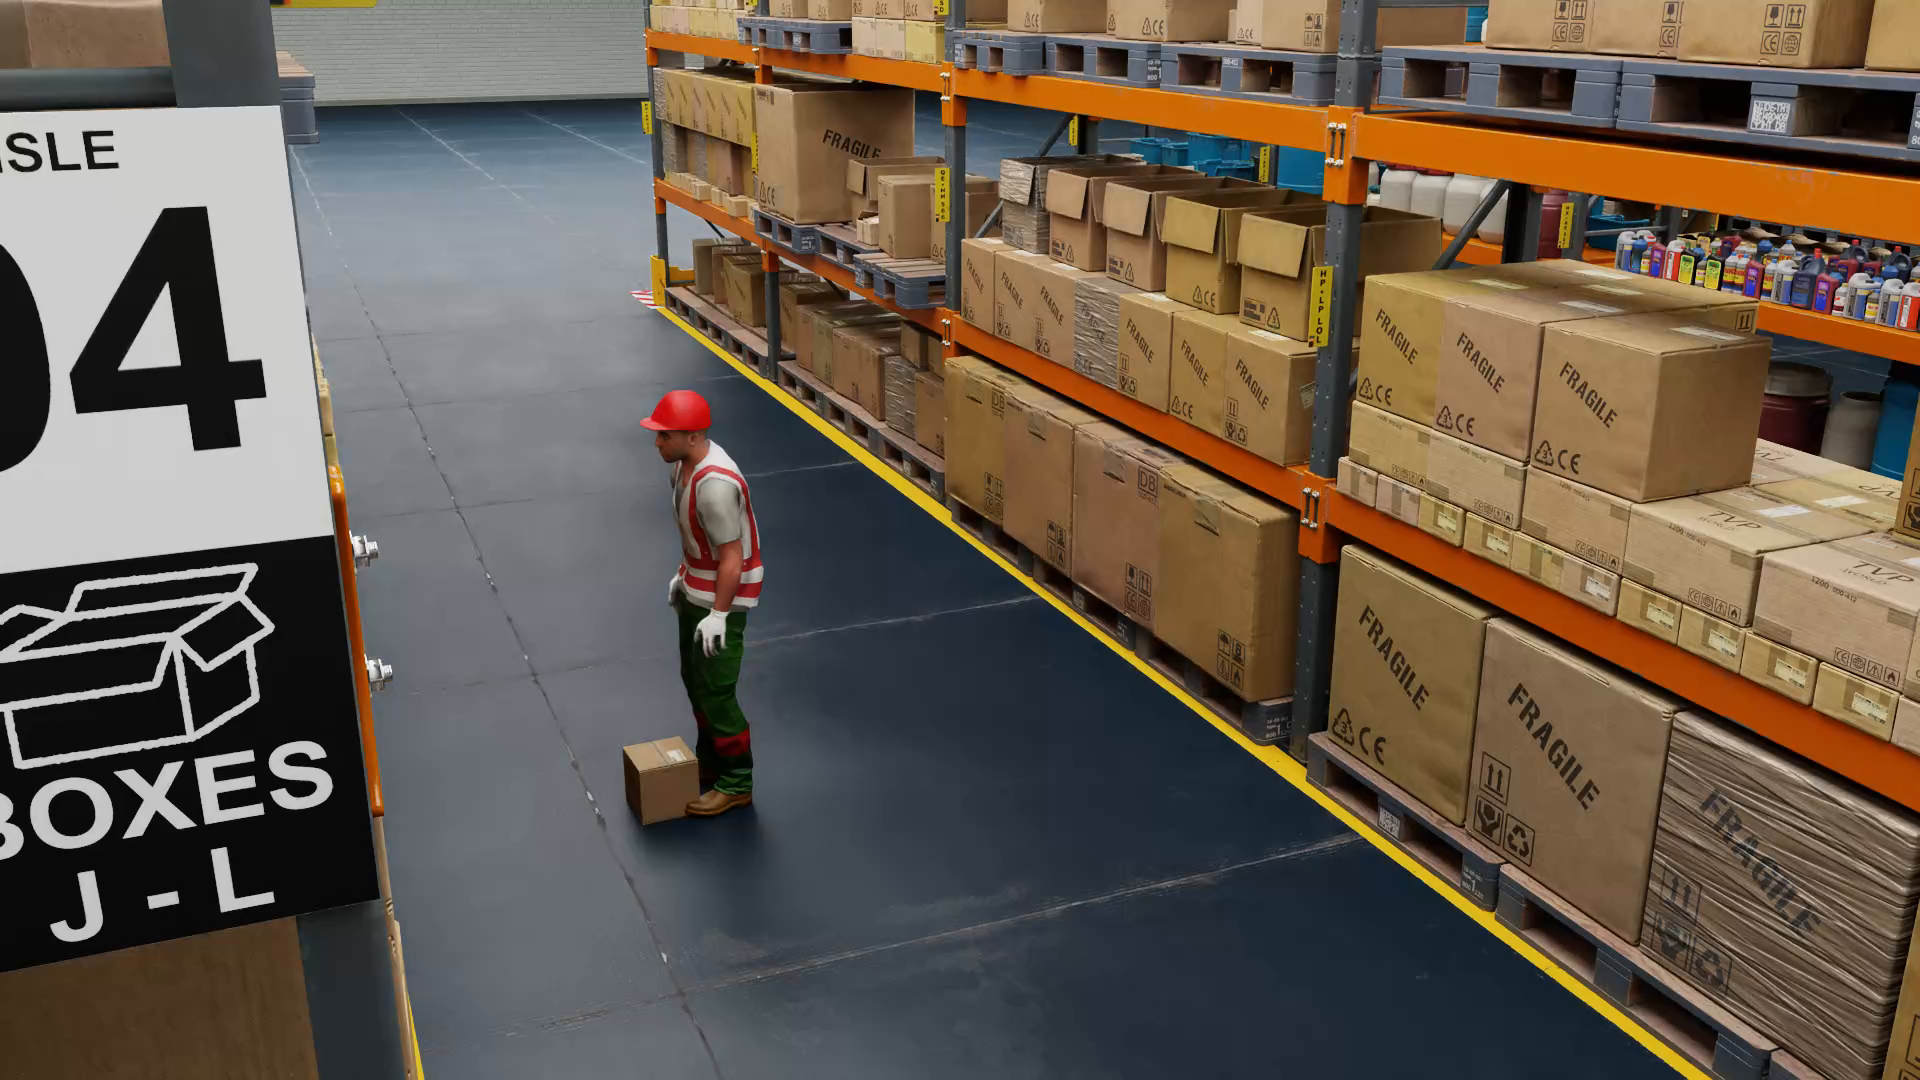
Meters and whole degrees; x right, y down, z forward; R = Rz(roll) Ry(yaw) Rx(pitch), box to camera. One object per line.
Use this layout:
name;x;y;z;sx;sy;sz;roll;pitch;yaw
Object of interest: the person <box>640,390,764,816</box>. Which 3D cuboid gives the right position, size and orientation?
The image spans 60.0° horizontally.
person;-1.044;0.247;6.805;0.448;1.780;0.609;-8;20;-22
